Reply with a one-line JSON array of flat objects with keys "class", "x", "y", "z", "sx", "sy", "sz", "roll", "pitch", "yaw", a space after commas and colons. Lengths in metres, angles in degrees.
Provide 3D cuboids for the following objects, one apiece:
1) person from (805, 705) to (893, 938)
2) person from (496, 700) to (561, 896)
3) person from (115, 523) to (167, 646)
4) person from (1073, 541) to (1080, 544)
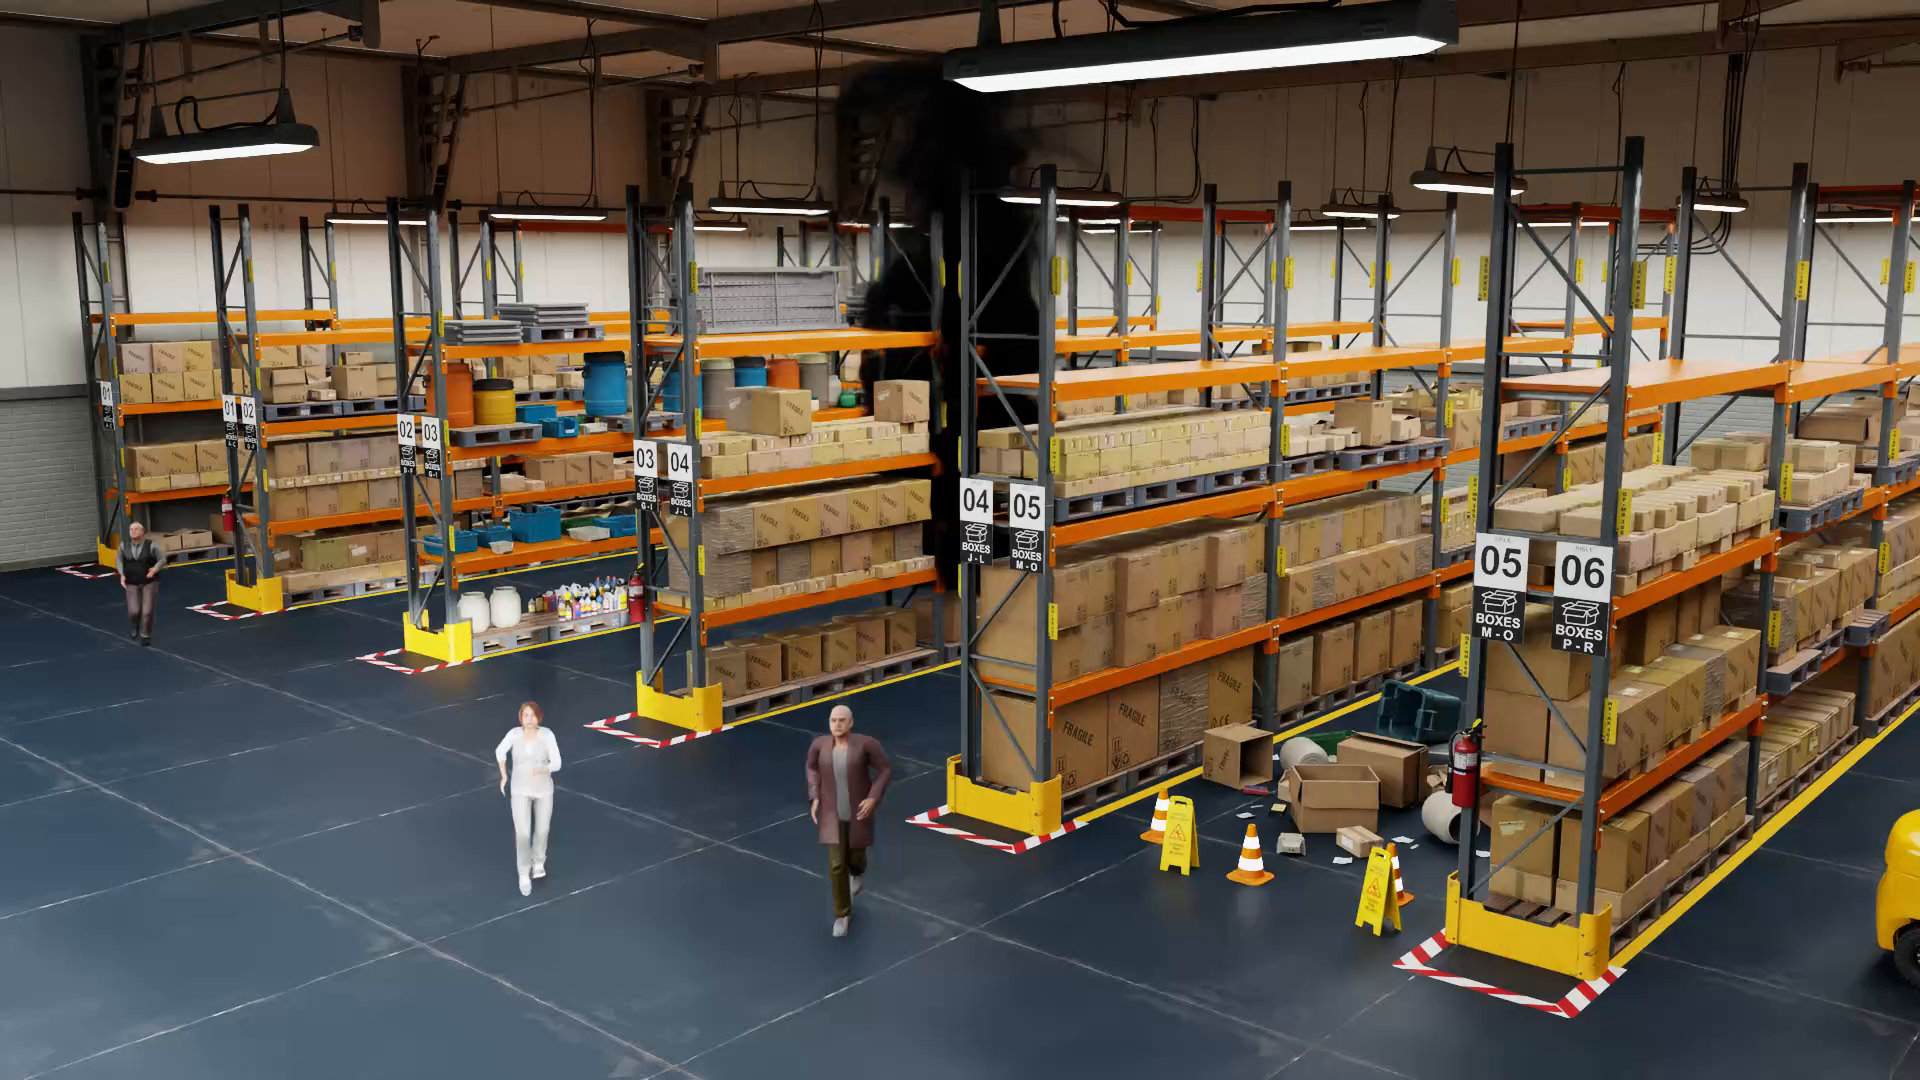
[{"class": "person", "x": -0.877, "y": 2.148, "z": 13.139, "sx": 0.713, "sy": 1.787, "sz": 0.828, "roll": 1, "pitch": 10, "yaw": 6}, {"class": "person", "x": -3.547, "y": 2.121, "z": 13.741, "sx": 0.503, "sy": 1.613, "sz": 0.682, "roll": -3, "pitch": 10, "yaw": -18}, {"class": "person", "x": -11.123, "y": 0.601, "z": 22.609, "sx": 0.652, "sy": 1.694, "sz": 0.610, "roll": -3, "pitch": 10, "yaw": -19}, {"class": "person", "x": 1.570, "y": 0.814, "z": 20.991, "sx": 0.669, "sy": 1.794, "sz": 0.991, "roll": 6, "pitch": 11, "yaw": 34}]
